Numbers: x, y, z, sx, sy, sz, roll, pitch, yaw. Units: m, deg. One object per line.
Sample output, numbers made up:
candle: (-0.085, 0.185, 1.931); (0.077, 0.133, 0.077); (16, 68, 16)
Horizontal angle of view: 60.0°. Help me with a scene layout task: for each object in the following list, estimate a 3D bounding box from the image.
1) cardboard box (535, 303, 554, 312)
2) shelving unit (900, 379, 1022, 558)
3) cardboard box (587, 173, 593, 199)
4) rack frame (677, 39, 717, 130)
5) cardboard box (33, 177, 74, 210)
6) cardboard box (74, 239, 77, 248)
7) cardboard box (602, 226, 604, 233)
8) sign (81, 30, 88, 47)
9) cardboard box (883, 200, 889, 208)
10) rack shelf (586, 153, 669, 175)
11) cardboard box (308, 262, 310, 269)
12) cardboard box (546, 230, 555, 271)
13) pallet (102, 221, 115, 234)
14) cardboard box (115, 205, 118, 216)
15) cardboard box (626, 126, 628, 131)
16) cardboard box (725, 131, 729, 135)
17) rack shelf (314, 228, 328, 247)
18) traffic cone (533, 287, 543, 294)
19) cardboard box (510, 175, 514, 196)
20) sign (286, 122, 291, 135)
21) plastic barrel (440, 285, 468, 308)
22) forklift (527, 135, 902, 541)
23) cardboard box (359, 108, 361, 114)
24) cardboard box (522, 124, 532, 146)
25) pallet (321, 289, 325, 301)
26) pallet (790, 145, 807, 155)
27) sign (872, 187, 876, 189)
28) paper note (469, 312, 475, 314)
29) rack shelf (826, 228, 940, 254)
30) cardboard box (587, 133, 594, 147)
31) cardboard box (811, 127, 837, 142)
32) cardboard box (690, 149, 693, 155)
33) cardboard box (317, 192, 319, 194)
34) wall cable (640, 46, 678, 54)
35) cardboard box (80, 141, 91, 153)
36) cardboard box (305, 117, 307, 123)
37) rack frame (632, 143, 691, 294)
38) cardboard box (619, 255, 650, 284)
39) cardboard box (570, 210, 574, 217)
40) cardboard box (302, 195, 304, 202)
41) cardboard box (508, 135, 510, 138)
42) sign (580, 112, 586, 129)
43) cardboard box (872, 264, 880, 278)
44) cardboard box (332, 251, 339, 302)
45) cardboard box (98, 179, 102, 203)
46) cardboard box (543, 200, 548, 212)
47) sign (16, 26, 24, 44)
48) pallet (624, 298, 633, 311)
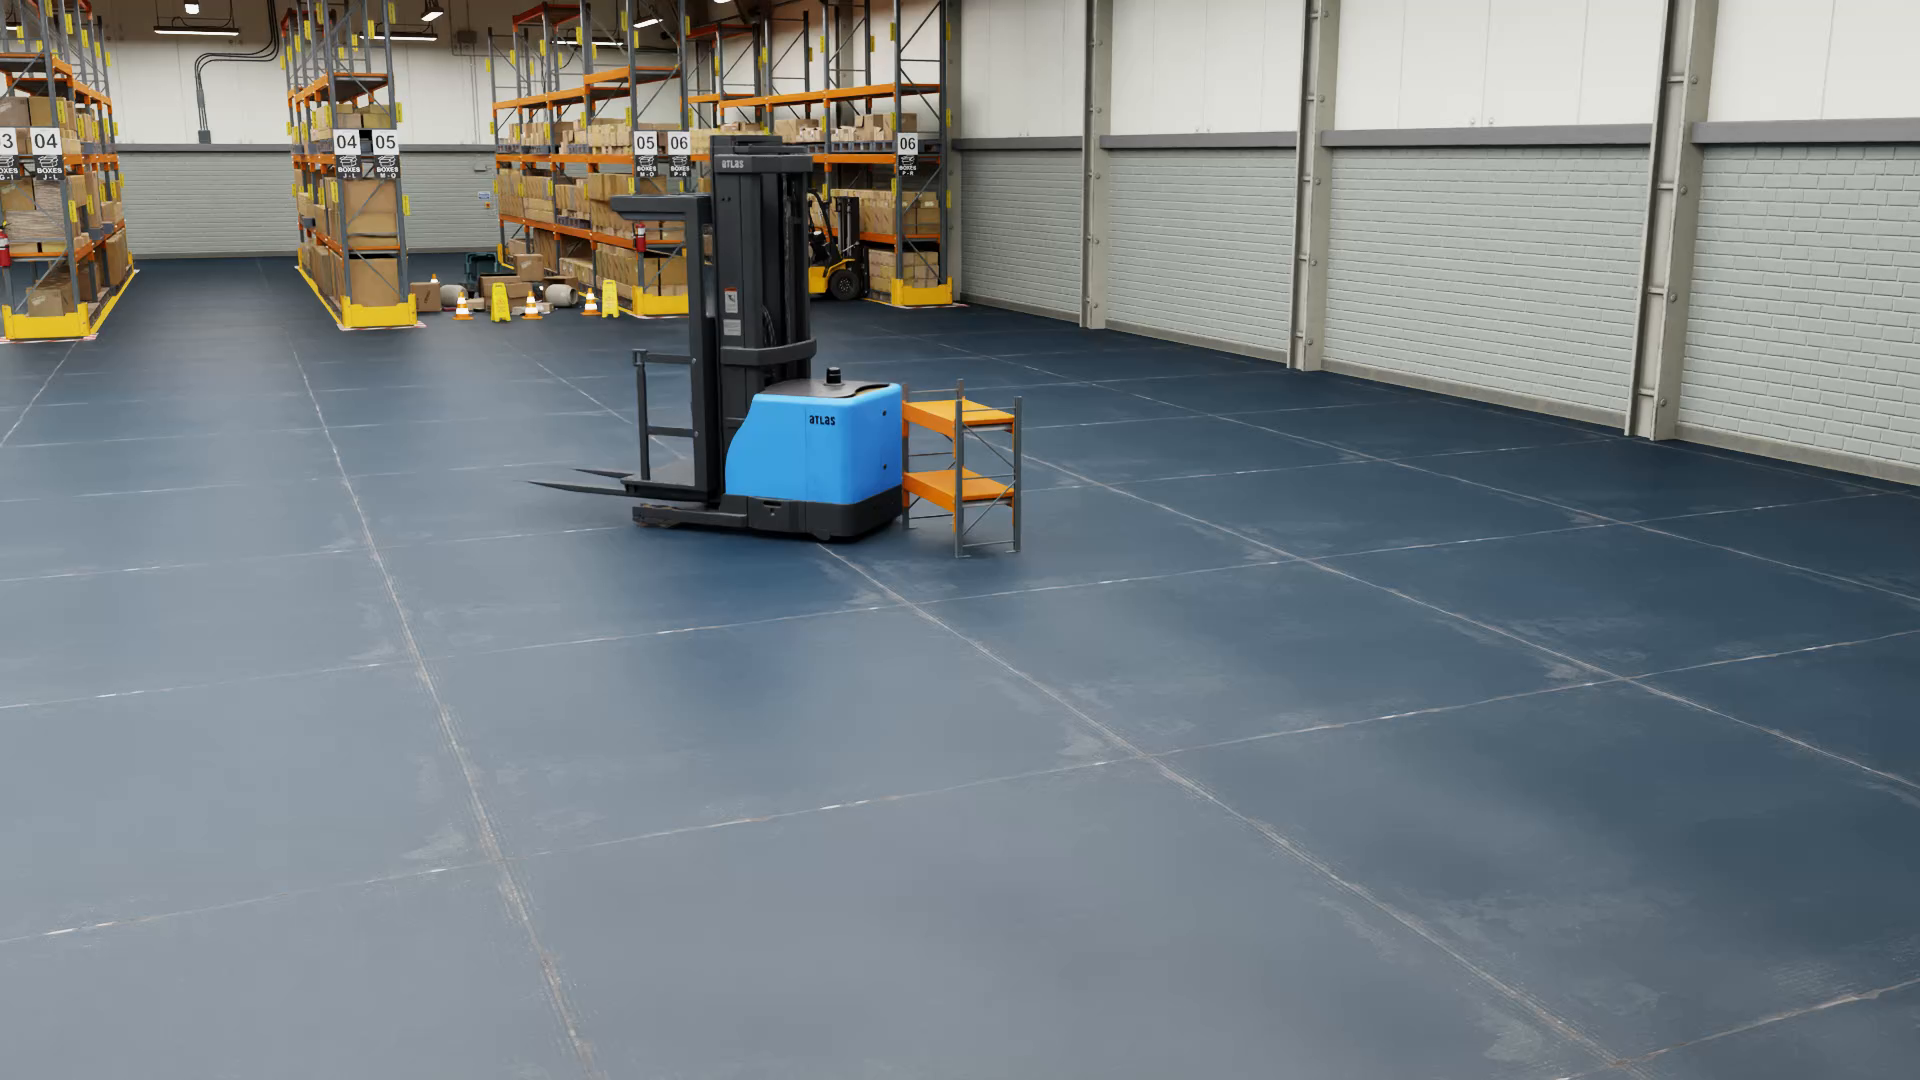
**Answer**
cardboard box: (-7.660, -4.257, 30.434); (0.380, 0.149, 0.250); (1, 13, 6)
shelving unit: (-0.003, -0.549, 12.249); (0.538, 1.125, 1.048); (-6, 14, -23)
cardboard box: (-6.909, -6.955, 32.668); (0.700, 0.500, 0.500); (-6, 14, -24)
rack frame: (-7.147, -12.235, 45.279); (1.000, 3.000, 0.127); (-6, 14, -23)
cardboard box: (-14.335, -5.482, 26.304); (0.500, 0.500, 0.500); (-6, 14, -23)
cardboard box: (-14.642, -4.829, 27.141); (0.380, 0.149, 0.250); (-6, 14, -23)
cardboard box: (-6.771, -6.068, 32.494); (0.380, 0.149, 0.250); (-6, 14, -23)
sign: (-17.076, -9.783, 32.435); (0.100, 0.325, 0.005); (-6, 14, -23)
cardboard box: (-1.263, -6.468, 32.005); (0.380, 0.149, 0.250); (-5, 14, -22)
rack shelf: (-6.085, -7.082, 31.260); (1.077, 0.370, 4.000); (-6, 14, -23)
cardboard box: (-15.055, -6.435, 38.913); (0.380, 0.149, 0.250); (-5, 14, -22)
cardboard box: (-9.043, -6.715, 38.512); (0.875, 0.875, 0.875); (-5, 14, -22)
pallet: (-17.186, -6.085, 32.433); (1.213, 0.211, 1.003); (-6, 14, -23)
cardboard box: (-19.314, -7.438, 37.527); (0.500, 0.250, 0.500); (-6, 14, -23)
cardboard box: (-5.758, -7.385, 29.764); (0.380, 0.149, 0.250); (-5, 14, -22)
cardboard box: (-5.592, -10.017, 41.091); (0.380, 0.149, 0.250); (-6, 14, -24)
rack shelf: (-12.183, -5.979, 33.147); (1.077, 0.370, 4.000); (-6, 14, -23)
traffic cone: (-8.666, -5.278, 34.149); (0.336, 0.463, 0.334); (-6, 14, -23)
cardboard box: (-10.941, -8.855, 41.540); (0.500, 0.500, 0.500); (-5, 14, -22)
sign: (-16.686, -10.234, 41.344); (0.100, 0.325, 0.005); (-6, 14, -23)
plastic barrel: (-9.522, -4.565, 31.157); (0.512, 0.421, 0.421); (4, 14, 16)
forklift: (-1.975, -1.618, 12.860); (3.031, 2.935, 1.130); (5, 14, 22)
cardboard box: (-10.438, -7.590, 29.493); (0.380, 0.149, 0.250); (-6, 14, -24)
cardboard box: (-10.004, -9.544, 39.147); (0.500, 0.500, 0.500); (-6, 14, -24)
pallet: (-12.252, -4.963, 33.345); (1.003, 0.211, 1.213); (-6, 14, -23)
pallet: (-3.138, -8.666, 36.929); (1.003, 0.211, 1.213); (-5, 14, -20)
sign: (-1.832, -7.344, 35.354); (0.100, 0.325, 0.005); (-6, 14, -23)
paper note: (-8.835, -4.111, 30.070); (0.144, 0.017, 0.142); (-1, 13, -4)
rack shelf: (-1.539, -6.070, 33.539); (1.077, 0.370, 4.000); (-6, 14, -23)
cardboard box: (-6.961, -7.802, 32.448); (0.500, 0.250, 0.500); (-6, 14, -24)
cardboard box: (-2.853, -8.632, 35.407); (0.500, 0.311, 0.500); (-6, 14, -25)
cardboard box: (-7.010, -10.398, 44.548); (0.380, 0.149, 0.250); (-5, 14, -22)
cardboard box: (-15.039, -7.837, 38.699); (0.500, 0.500, 0.500); (-6, 14, -23)
wall cable: (-8.235, -16.227, 50.189); (2.988, 3.039, 0.133); (-6, 14, -23)
cardboard box: (-16.744, -7.423, 31.469); (0.500, 0.250, 0.500); (-5, 14, -21)
cardboard box: (-13.603, -8.791, 35.127); (0.396, 0.266, 0.258); (-6, 14, -23)
rack frame: (-5.284, -5.558, 29.732); (1.000, 3.000, 0.127); (-6, 14, -23)
cardboard box: (-6.056, -5.038, 30.988); (0.500, 0.500, 0.500); (-5, 14, -21)
cardboard box: (-8.120, -6.985, 35.525); (0.380, 0.149, 0.250); (-5, 14, -20)
cardboard box: (-13.914, -7.336, 35.719); (0.380, 0.149, 0.250); (-5, 14, -21)
cardboard box: (-11.431, -10.420, 43.268); (0.500, 0.250, 0.500); (-7, 15, -28)
sign: (-7.394, -8.239, 32.642); (0.100, 0.325, 0.005); (-6, 14, -23)
cardboard box: (-1.410, -5.293, 32.643); (0.500, 0.250, 0.500); (-6, 14, -24)
cardboard box: (-10.829, -4.764, 30.081); (0.875, 0.875, 0.875); (-6, 14, -23)
cardboard box: (-18.644, -7.405, 35.268); (0.797, 0.503, 0.637); (-5, 14, -22)
cardboard box: (-9.124, -7.564, 37.623); (0.500, 0.250, 0.500); (-6, 14, -24)
sign: (-18.076, -9.720, 31.986); (0.100, 0.325, 0.005); (-6, 14, -23)
pallet: (-5.608, -4.386, 30.853); (1.003, 0.211, 1.213); (-6, 14, -23)
